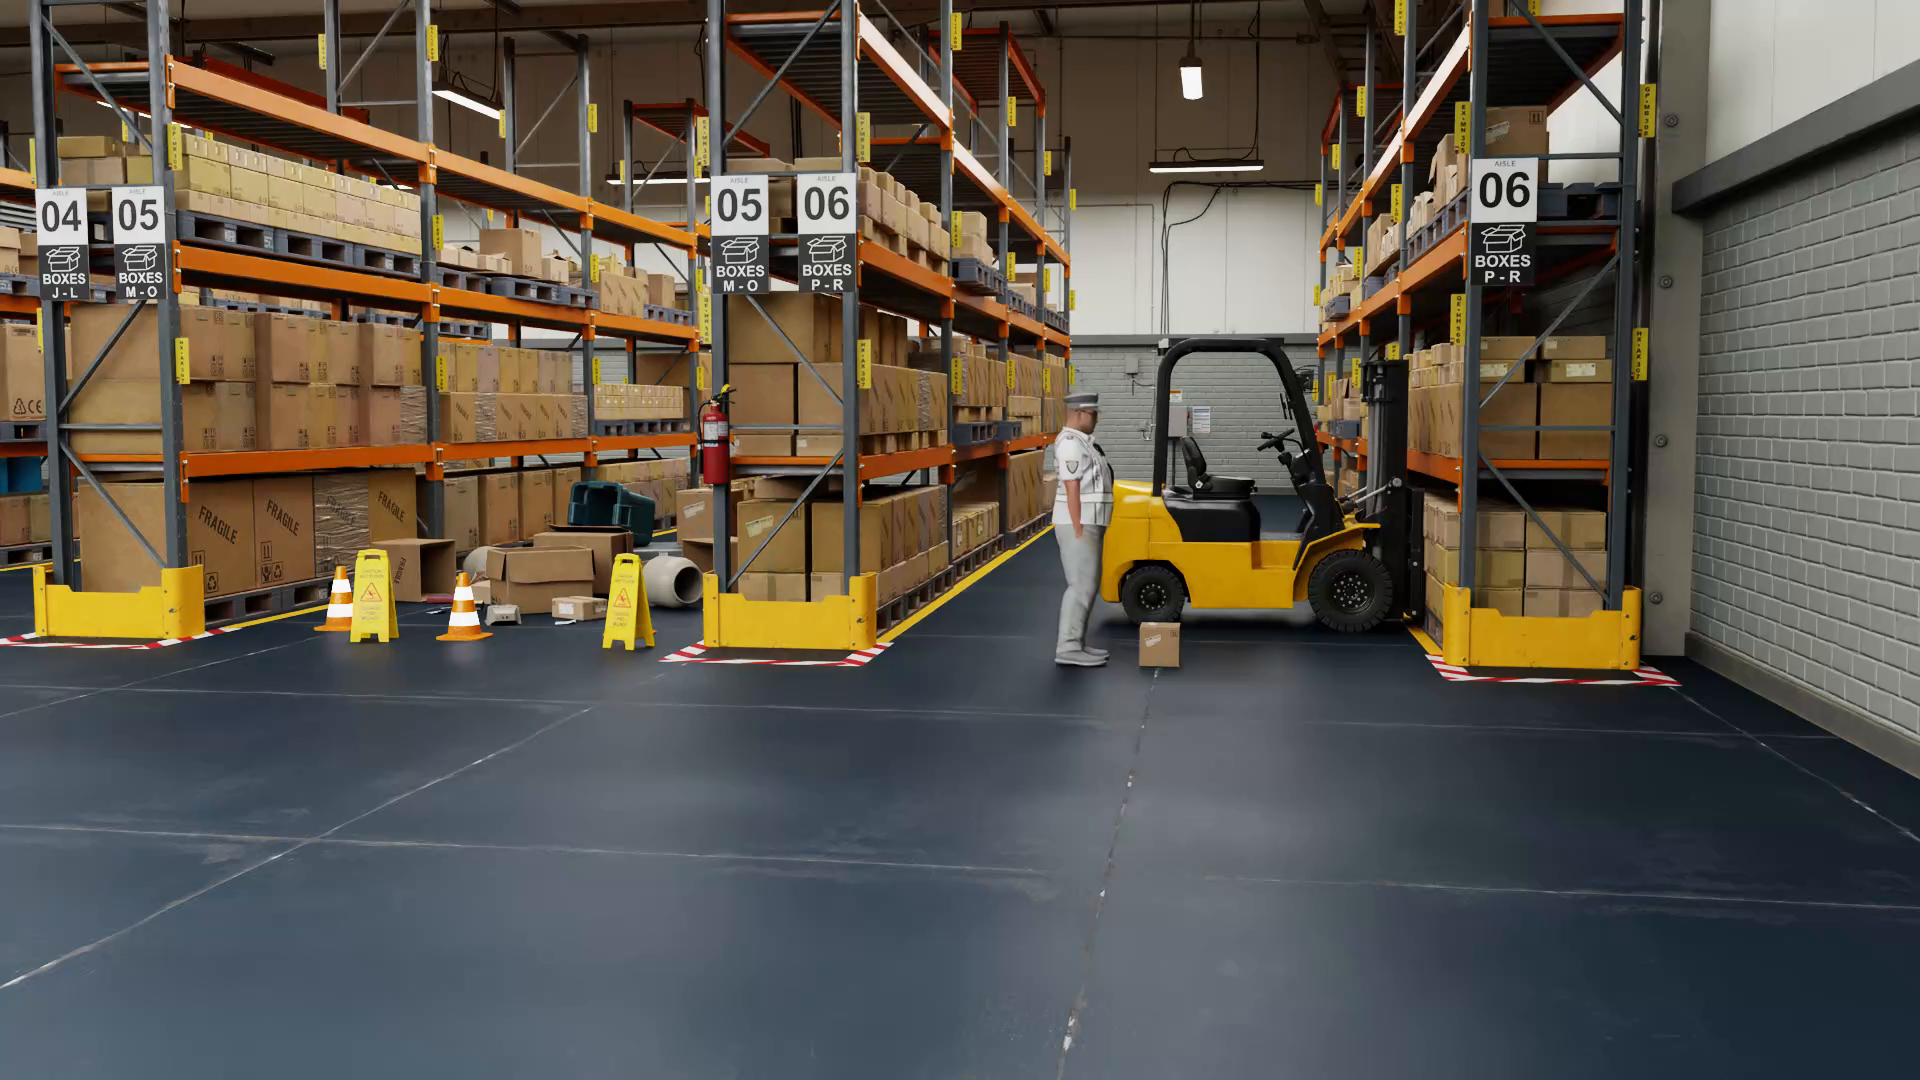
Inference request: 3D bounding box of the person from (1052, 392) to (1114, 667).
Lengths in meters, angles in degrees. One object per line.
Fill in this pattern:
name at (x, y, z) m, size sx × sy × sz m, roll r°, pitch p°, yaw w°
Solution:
person at (0.791, -0.080, 10.698) m, size 0.393 × 1.742 × 0.528 m, roll 1°, pitch 4°, yaw 10°
